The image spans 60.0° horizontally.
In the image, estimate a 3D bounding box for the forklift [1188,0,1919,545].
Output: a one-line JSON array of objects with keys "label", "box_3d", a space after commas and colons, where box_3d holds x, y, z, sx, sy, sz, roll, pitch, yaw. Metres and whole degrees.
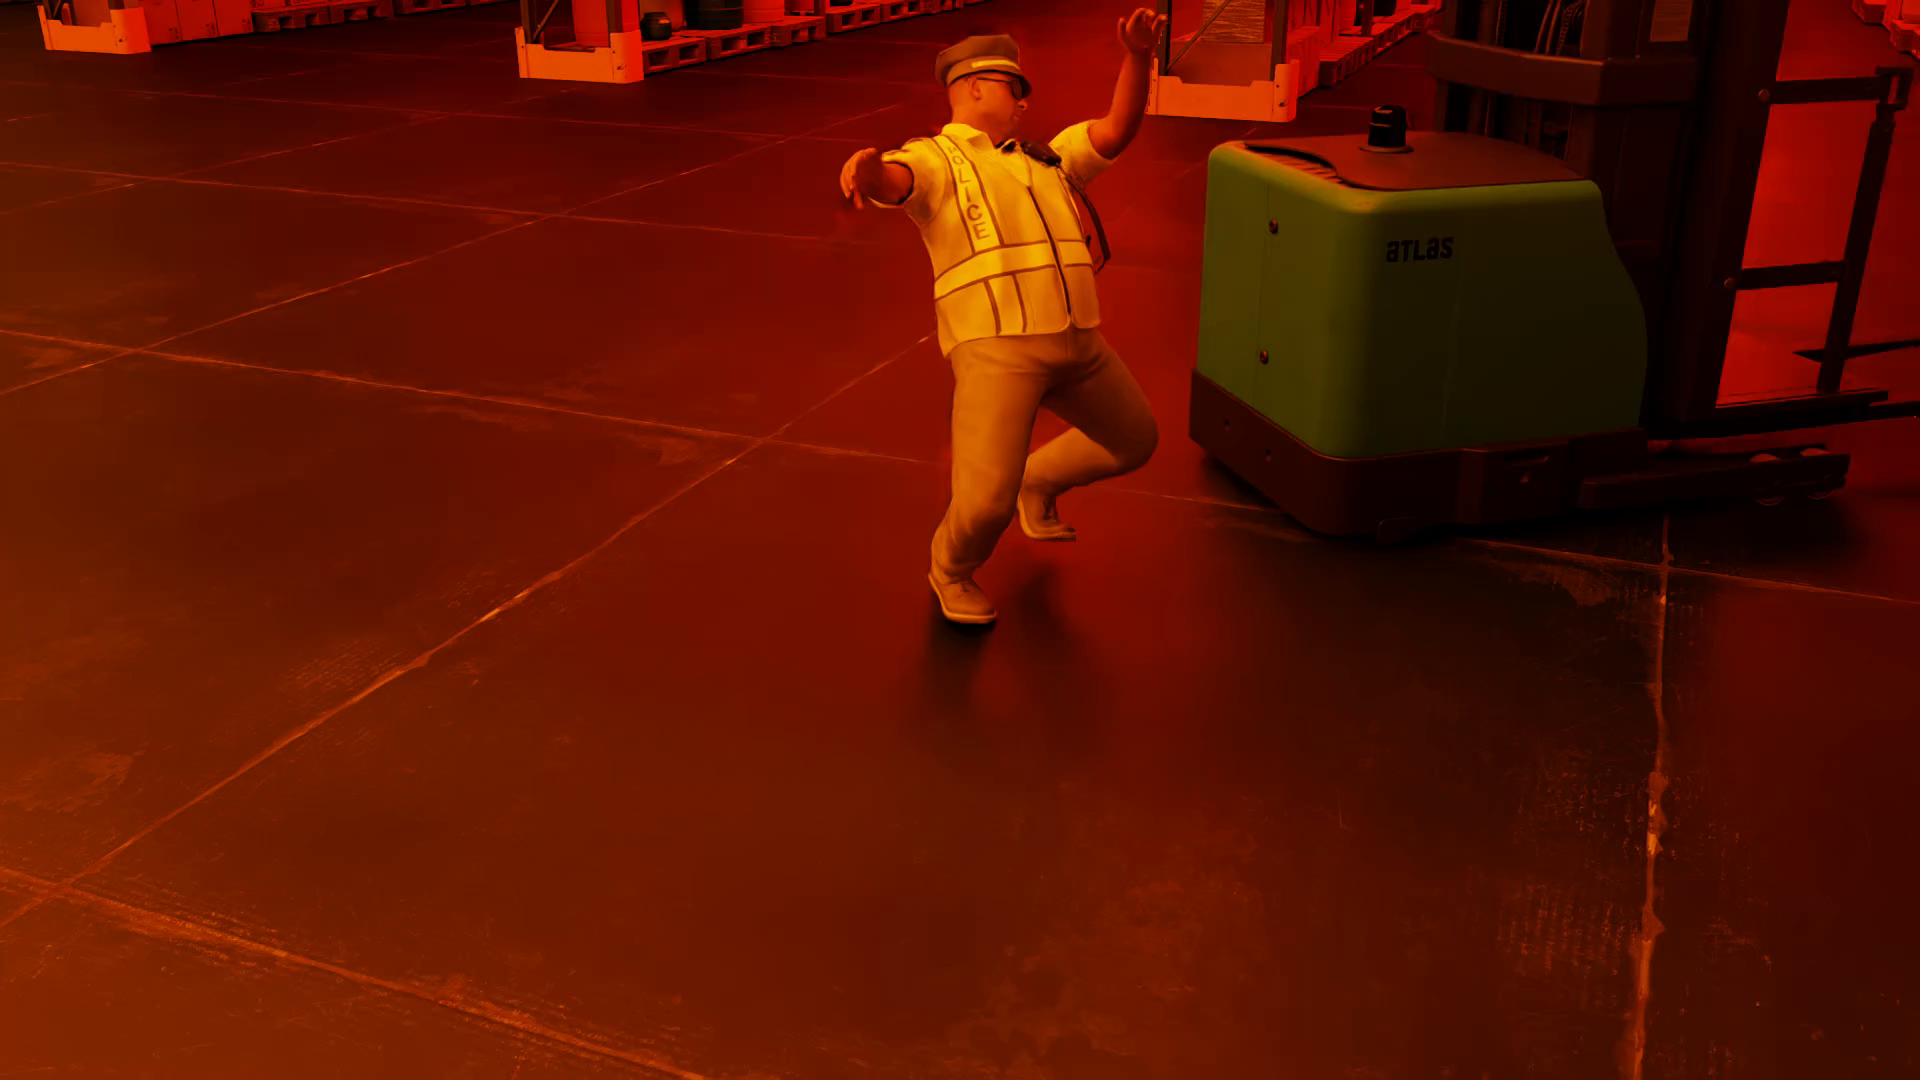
[{"label": "forklift", "box_3d": [2.369, -1.650, 5.240, 3.031, 2.935, 1.130, -7, 24, -16]}]

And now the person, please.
[{"label": "person", "box_3d": [-0.005, -0.564, 4.350, 1.071, 1.594, 0.737, -21, 30, -40]}]
